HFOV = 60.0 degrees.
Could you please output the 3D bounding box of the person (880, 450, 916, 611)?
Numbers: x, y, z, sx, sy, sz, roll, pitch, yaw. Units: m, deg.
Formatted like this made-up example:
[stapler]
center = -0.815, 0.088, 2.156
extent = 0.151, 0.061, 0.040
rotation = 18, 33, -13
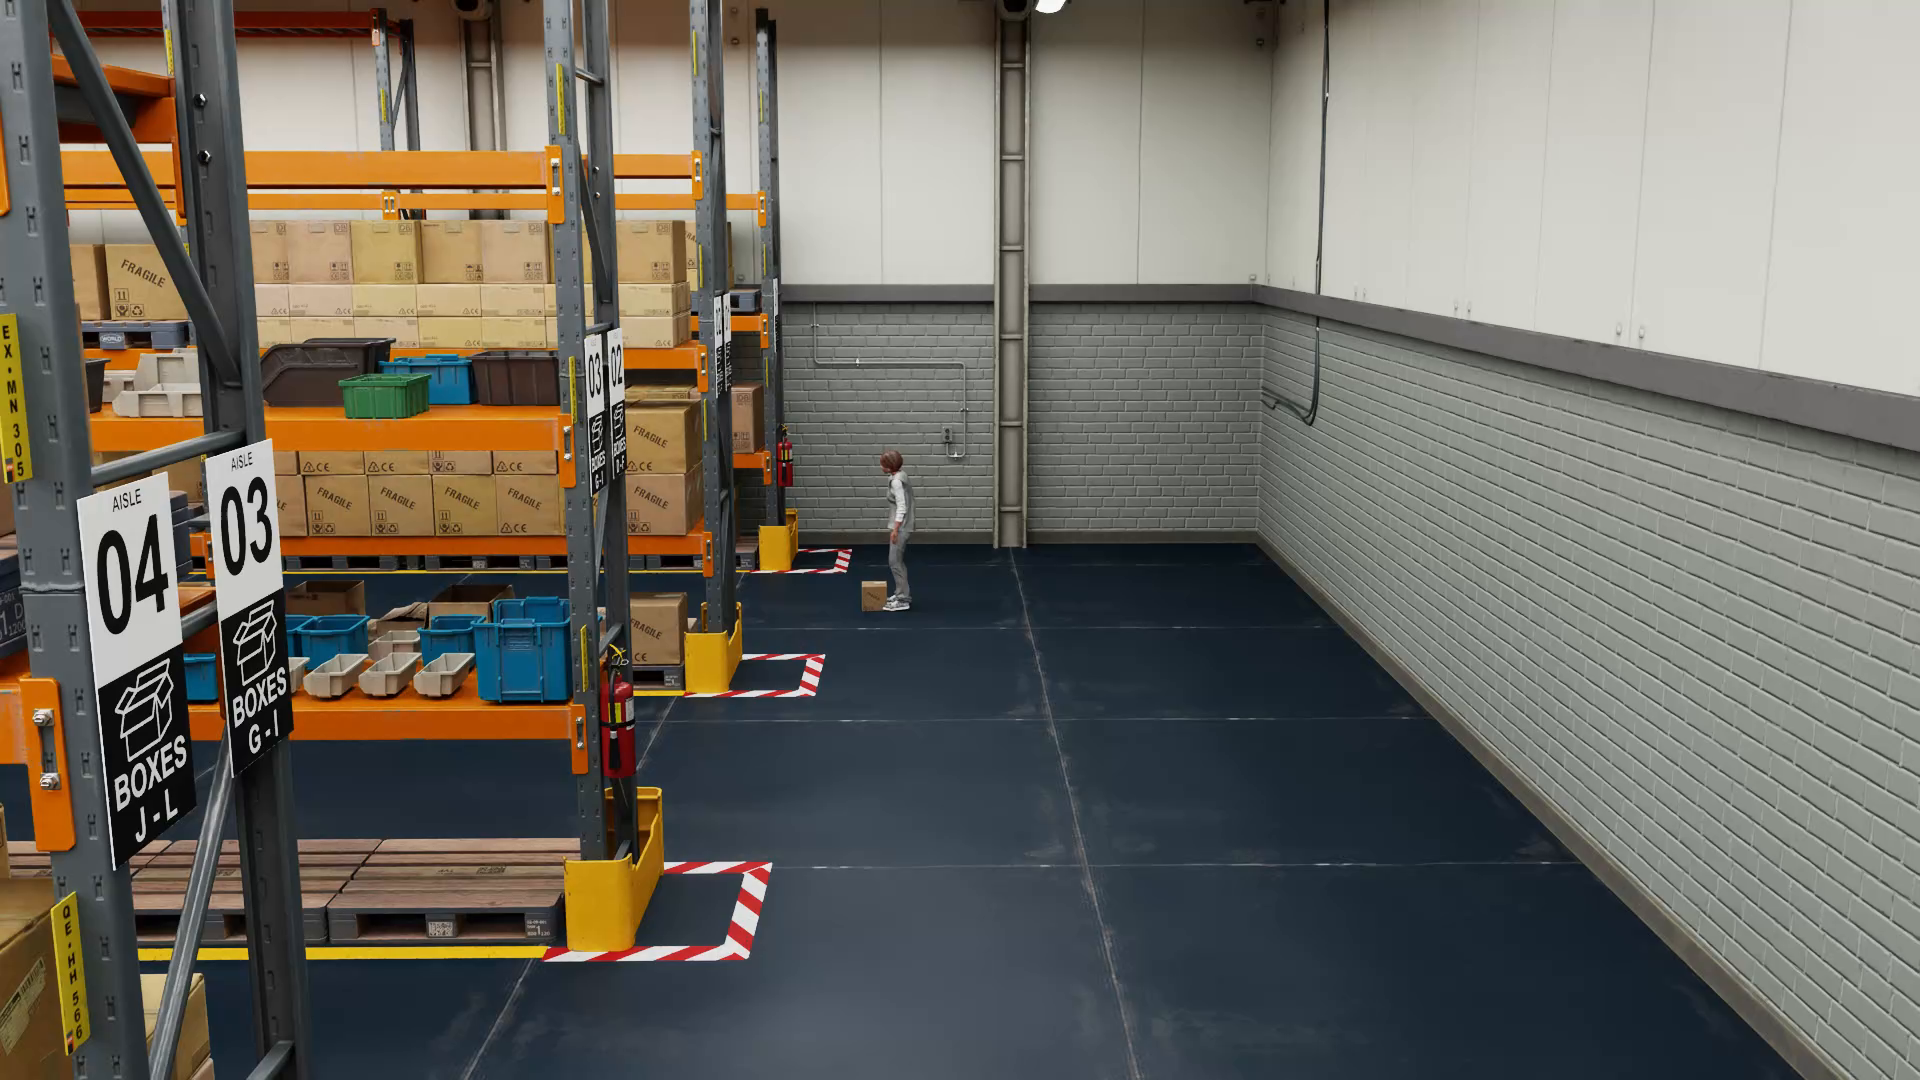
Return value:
[person]
center = -0.614, -0.103, 16.502
extent = 0.345, 1.593, 0.460
rotation = 0, 11, -2
